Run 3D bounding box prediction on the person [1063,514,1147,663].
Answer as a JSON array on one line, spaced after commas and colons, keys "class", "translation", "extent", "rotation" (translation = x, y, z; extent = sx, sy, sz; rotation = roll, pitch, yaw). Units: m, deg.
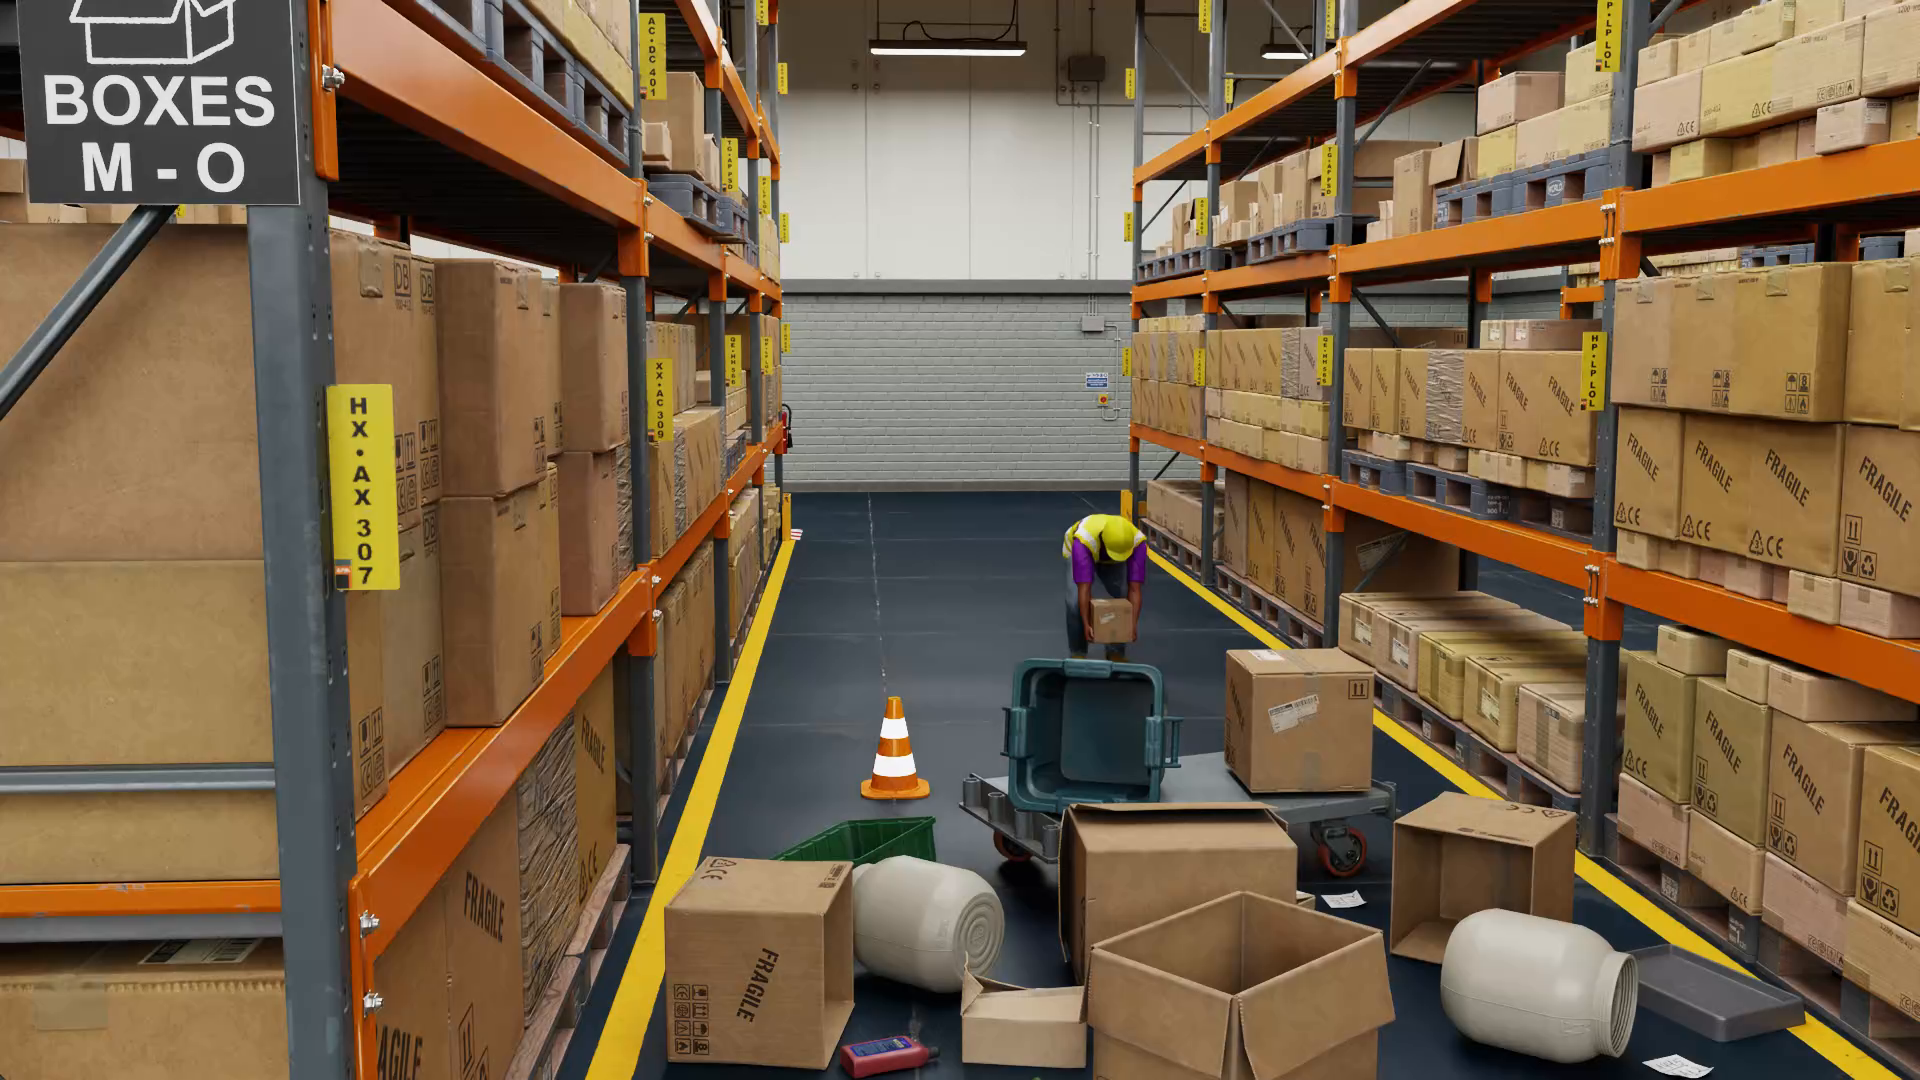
[{"class": "person", "translation": [0.972, 0.345, 11.129], "extent": [0.514, 1.083, 0.966], "rotation": [-1, 7, -7]}]
